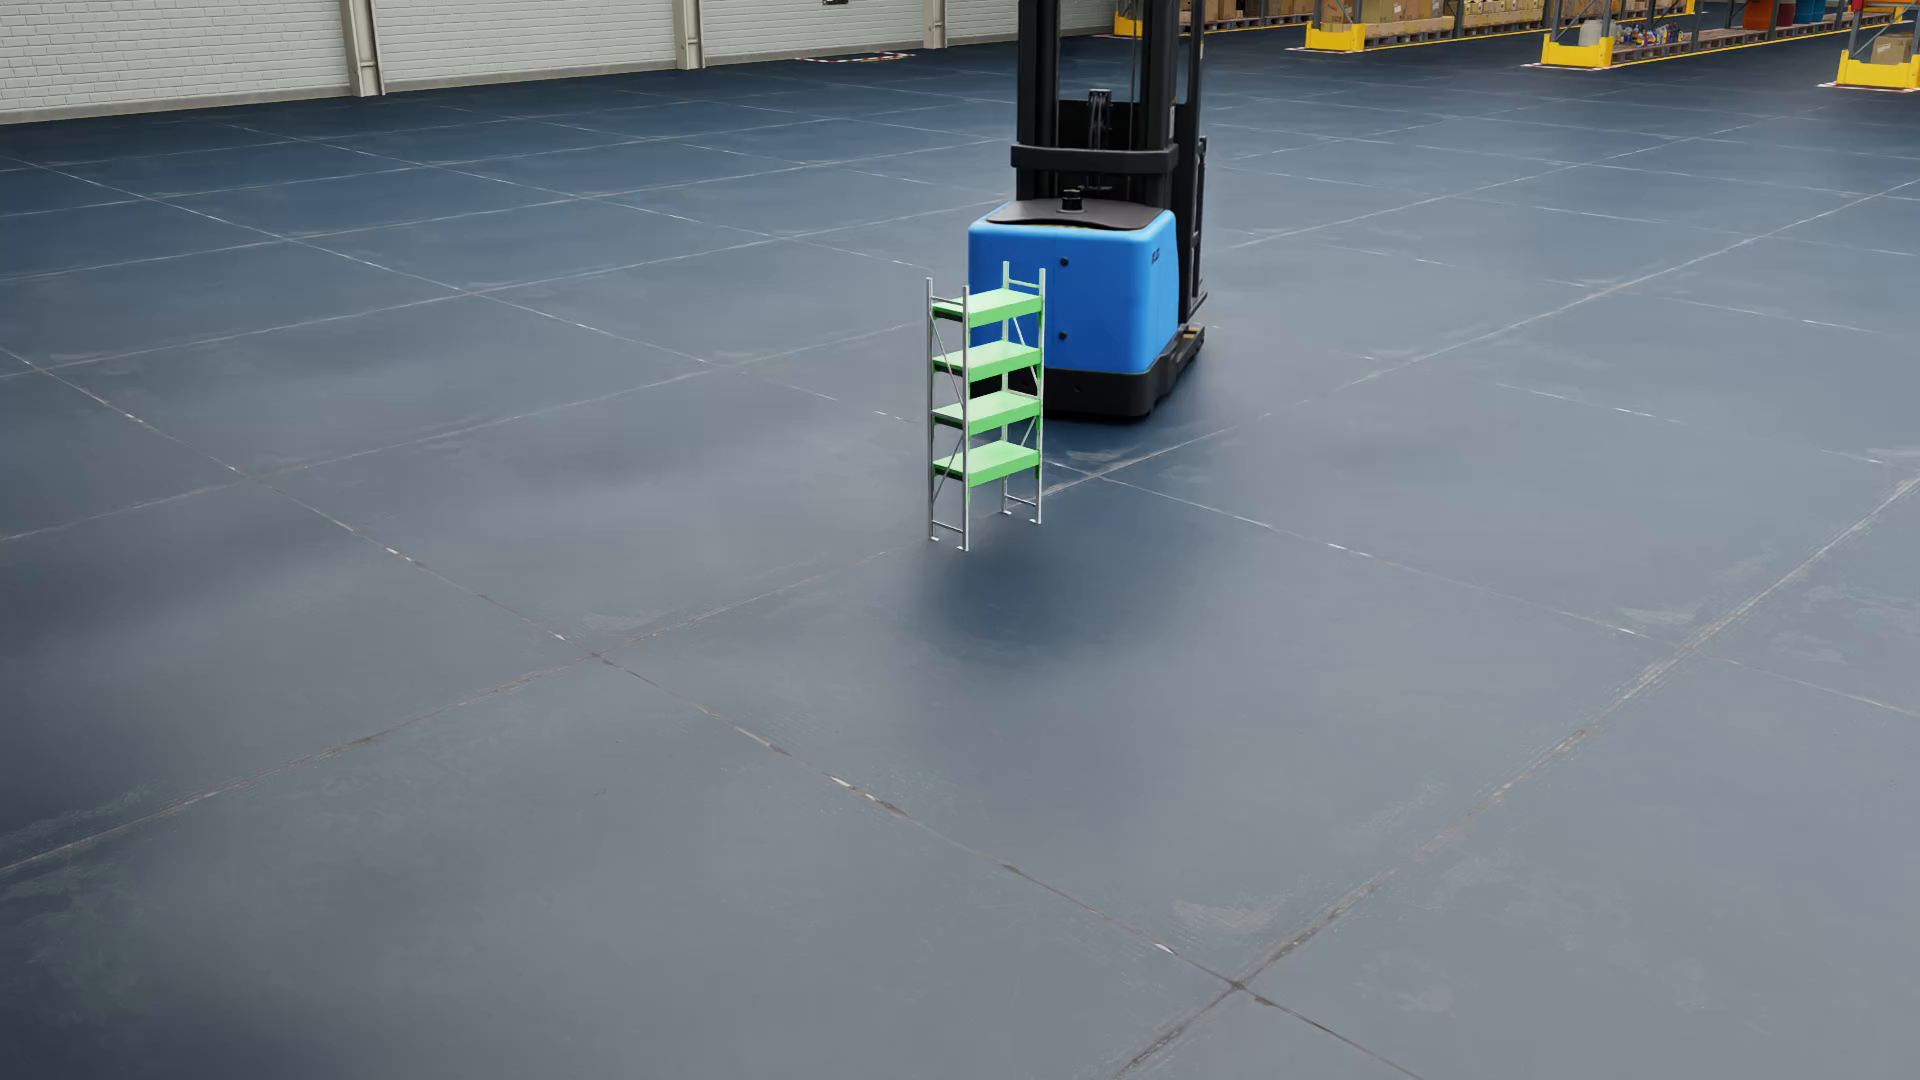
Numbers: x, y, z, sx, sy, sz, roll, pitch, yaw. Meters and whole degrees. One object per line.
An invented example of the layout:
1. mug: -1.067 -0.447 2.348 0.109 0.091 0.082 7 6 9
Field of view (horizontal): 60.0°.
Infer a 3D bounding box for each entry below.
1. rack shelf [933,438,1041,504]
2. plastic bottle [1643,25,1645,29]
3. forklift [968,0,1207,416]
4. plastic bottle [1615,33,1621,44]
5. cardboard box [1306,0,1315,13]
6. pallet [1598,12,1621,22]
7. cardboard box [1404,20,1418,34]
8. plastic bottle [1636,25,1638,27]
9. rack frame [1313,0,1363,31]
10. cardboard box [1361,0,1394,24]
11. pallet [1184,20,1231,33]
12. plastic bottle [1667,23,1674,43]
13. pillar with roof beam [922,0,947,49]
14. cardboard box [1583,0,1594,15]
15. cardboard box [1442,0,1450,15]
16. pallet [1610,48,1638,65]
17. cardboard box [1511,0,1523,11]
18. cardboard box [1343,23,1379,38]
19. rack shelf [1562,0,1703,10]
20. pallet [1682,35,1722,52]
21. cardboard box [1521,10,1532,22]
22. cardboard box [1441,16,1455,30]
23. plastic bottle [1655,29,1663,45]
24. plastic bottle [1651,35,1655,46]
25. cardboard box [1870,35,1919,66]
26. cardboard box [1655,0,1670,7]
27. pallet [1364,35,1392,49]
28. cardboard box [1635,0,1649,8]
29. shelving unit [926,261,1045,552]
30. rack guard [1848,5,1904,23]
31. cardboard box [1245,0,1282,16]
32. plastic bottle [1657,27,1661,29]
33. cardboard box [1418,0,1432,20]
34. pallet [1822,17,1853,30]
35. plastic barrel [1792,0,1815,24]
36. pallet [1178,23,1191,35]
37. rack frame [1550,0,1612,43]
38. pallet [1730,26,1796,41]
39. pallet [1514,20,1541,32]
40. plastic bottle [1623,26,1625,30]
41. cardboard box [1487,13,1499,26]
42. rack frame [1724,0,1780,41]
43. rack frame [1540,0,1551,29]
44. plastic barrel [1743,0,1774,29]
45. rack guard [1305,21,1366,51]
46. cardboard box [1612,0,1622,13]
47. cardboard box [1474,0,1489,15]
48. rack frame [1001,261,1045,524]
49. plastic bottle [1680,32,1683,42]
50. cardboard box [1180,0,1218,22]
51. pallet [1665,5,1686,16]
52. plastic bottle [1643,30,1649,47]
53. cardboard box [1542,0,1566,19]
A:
1. rack shelf: 0.115 -0.319 7.579 0.258 0.148 0.480 19 28 41
2. plastic bottle: 13.042 -9.697 31.796 0.061 0.283 0.133 19 28 41
3. forklift: 0.948 -2.545 10.110 1.130 2.935 3.031 6 22 16
4. plastic bottle: 12.279 -9.368 31.055 0.097 0.201 0.097 0 21 0
5. cardboard box: 8.166 -12.959 39.979 0.700 0.500 0.500 19 28 40
6. pallet: 15.202 -12.625 40.128 1.003 0.211 1.213 19 28 41
7. cardboard box: 8.952 -10.441 33.805 0.500 0.250 0.500 19 28 41
8. plastic bottle: 12.965 -9.720 31.866 0.135 0.276 0.152 -19 28 -40
9. rack frame: 7.371 -11.061 32.171 1.000 3.000 0.127 19 28 41
10. cardboard box: 8.252 -10.535 33.004 0.500 0.500 0.500 19 28 41
11. pallet: 5.315 -11.530 37.278 1.003 0.211 1.213 19 28 41
12. plastic bottle: 13.331 -9.530 31.268 0.144 0.351 0.185 18 27 38
13. pillar with roof beam: 2.586 -12.877 28.533 9.100 9.000 0.400 19 28 41
14. cardboard box: 14.549 -12.600 39.048 0.500 0.500 0.500 18 27 39
15. cardboard box: 10.238 -11.439 35.621 0.500 0.311 0.500 19 28 41
16. pallet: 11.507 -8.757 30.065 1.003 0.211 1.213 19 28 41
17. cardboard box: 12.051 -11.831 36.640 0.500 0.311 0.500 19 28 40
18. cardboard box: 7.904 -10.056 32.803 0.500 0.250 0.500 19 28 41
19. rack shelf: 12.312 -9.999 30.410 1.077 0.370 4.000 19 28 41
20. pallet: 14.228 -9.758 32.669 1.003 0.211 1.213 19 28 41
21. cardboard box: 12.402 -11.700 37.082 0.500 0.250 0.500 19 28 40
22. cardboard box: 9.994 -10.828 34.812 0.500 0.250 0.500 19 28 41
23. plastic bottle: 12.989 -9.372 30.959 0.135 0.276 0.152 -20 28 -41
24. plastic bottle: 12.783 -9.247 30.738 0.097 0.201 0.097 0 21 0
25. cardboard box: 14.914 -7.766 26.498 0.500 0.500 0.500 -14 25 -32
26. cardboard box: 17.645 -13.658 42.146 0.500 0.250 0.500 19 28 41
27. pallet: 7.874 -9.966 33.210 1.003 0.211 1.213 19 28 41
28. cardboard box: 17.049 -13.670 41.825 0.797 0.503 0.637 19 28 41
29. shelving unit: 0.115 -0.603 7.470 0.258 1.200 0.503 19 28 41
30. rack guard: 22.086 -12.776 40.117 1.175 0.500 0.348 19 28 41
31. cardboard box: 7.111 -12.560 38.942 0.500 0.500 0.700 -19 28 -40
32. plastic bottle: 13.207 -9.526 31.361 0.152 0.276 0.135 19 28 41
33. cardboard box: 9.291 -10.923 34.013 0.500 0.500 0.500 19 28 41
34. pallet: 19.774 -11.802 37.986 1.003 0.211 1.213 19 28 41
35. plastic barrel: 18.403 -11.804 36.443 0.600 0.901 0.708 19 28 41
36. pallet: 4.464 -11.218 36.466 1.003 0.211 1.213 19 28 41
37. rack frame: 10.917 -9.820 28.943 1.000 3.000 0.127 19 28 41
38. pallet: 17.018 -10.788 35.348 1.003 0.211 1.213 19 28 41
39. pallet: 12.349 -11.614 37.496 1.003 0.211 1.213 19 28 41
40. plastic bottle: 12.571 -9.602 31.547 0.133 0.283 0.061 -19 28 -40
41. cardboard box: 11.337 -11.308 36.062 0.500 0.250 0.500 18 28 39
42. rack frame: 16.498 -11.877 34.293 1.000 3.000 0.127 19 28 41
43. rack frame: 12.952 -13.117 37.521 1.000 3.000 0.127 19 28 41
44. plastic barrel: 16.827 -11.190 34.946 0.600 0.830 0.708 19 28 41
45. rack guard: 7.354 -9.888 32.603 1.175 0.500 0.348 19 28 41
46. cardboard box: 15.603 -12.986 40.049 0.500 0.500 0.500 19 28 40
47. cardboard box: 10.981 -11.435 35.609 0.500 0.311 0.500 19 28 40
48. rack frame: 0.286 -0.665 7.633 0.240 1.200 0.015 19 28 41
49. plastic bottle: 13.678 -9.576 31.596 0.097 0.201 0.097 0 21 0
50. cardboard box: 5.311 -11.816 37.007 0.700 0.500 0.500 17 27 37
51. pallet: 17.924 -13.647 42.787 1.003 0.211 1.213 19 28 41
52. plastic bottle: 12.576 -9.199 30.501 0.133 0.283 0.061 -20 28 -41
53. cardboard box: 13.474 -12.201 38.009 0.500 0.500 0.500 -19 28 -40
